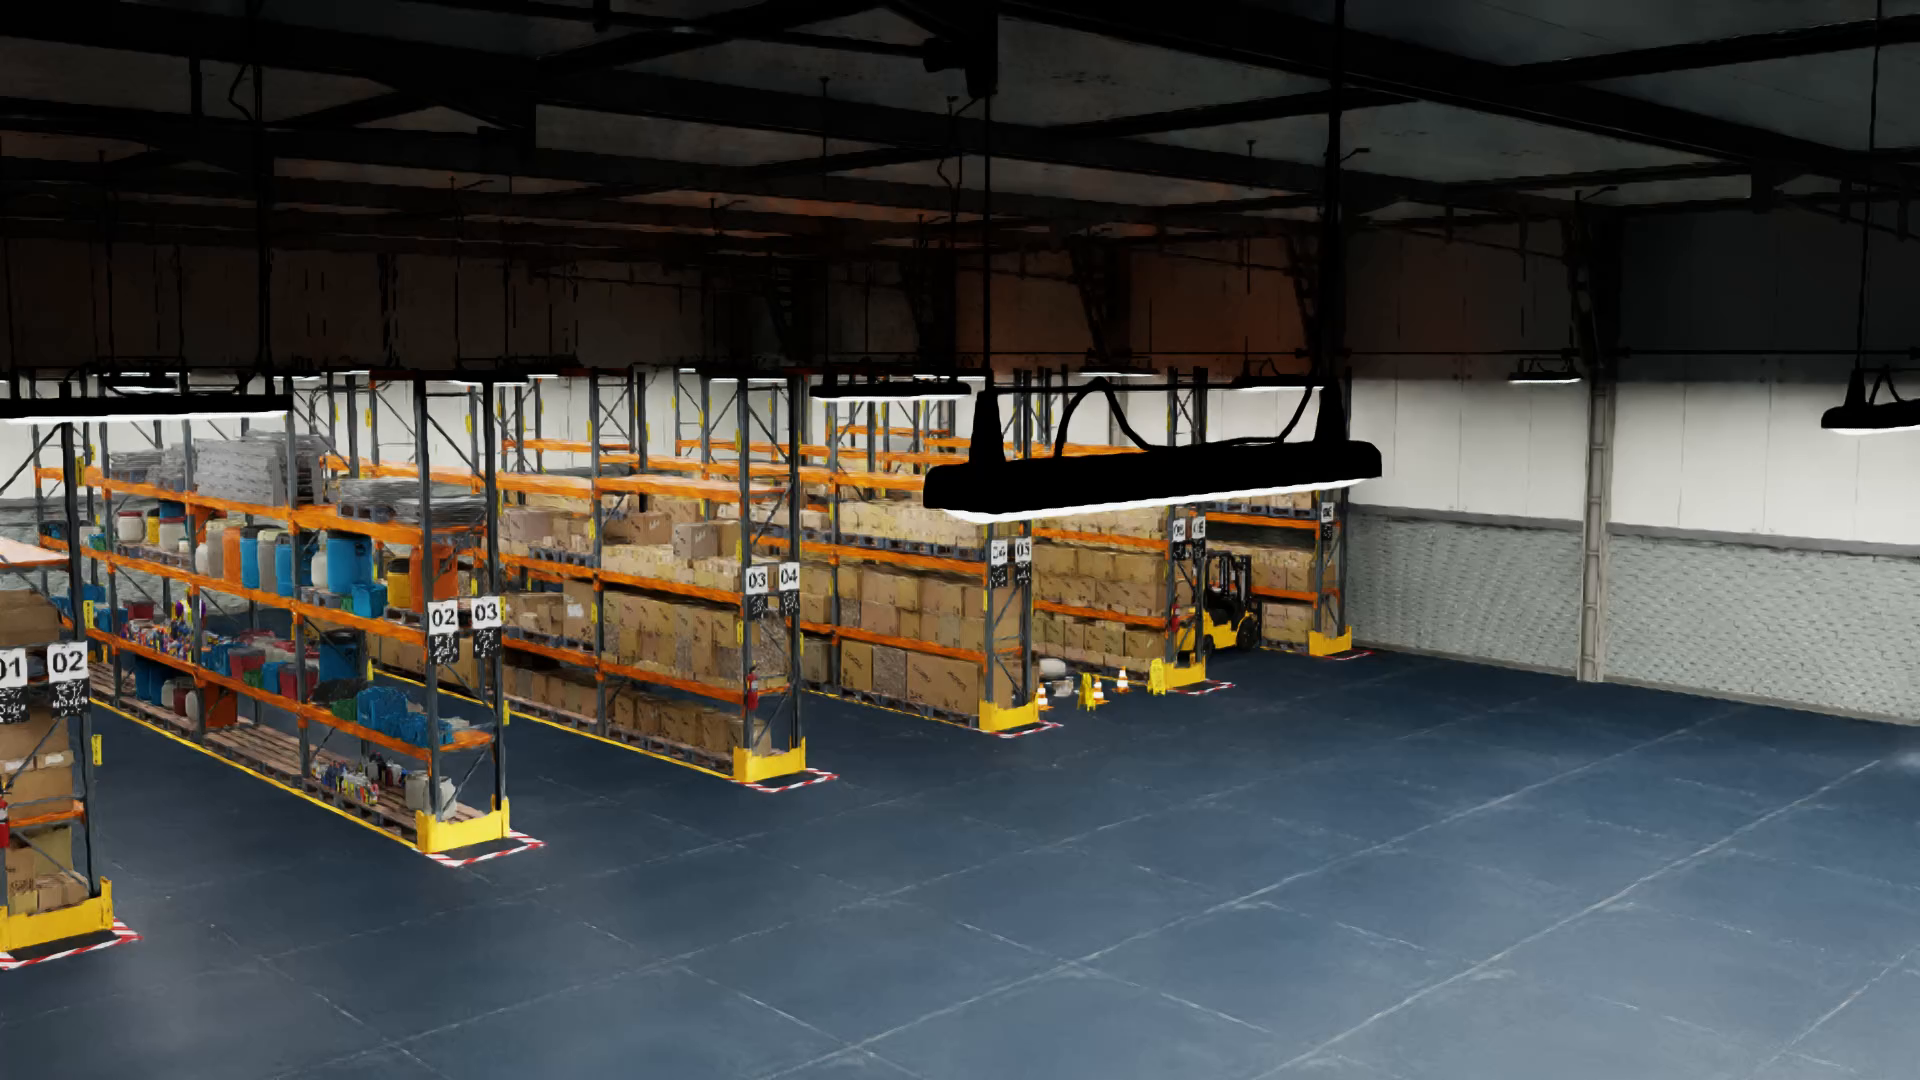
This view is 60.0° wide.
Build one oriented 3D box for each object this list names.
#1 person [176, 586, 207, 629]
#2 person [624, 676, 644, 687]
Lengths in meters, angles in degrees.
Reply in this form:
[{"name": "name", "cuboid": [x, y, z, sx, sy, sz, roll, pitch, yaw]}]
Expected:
[{"name": "person", "cuboid": [-15.290, 1.740, 33.137, 1.115, 1.687, 0.577, 6, 9, 43]}, {"name": "person", "cuboid": [-6.087, 1.950, 31.524, 0.535, 1.676, 0.682, 6, 9, 44]}]
